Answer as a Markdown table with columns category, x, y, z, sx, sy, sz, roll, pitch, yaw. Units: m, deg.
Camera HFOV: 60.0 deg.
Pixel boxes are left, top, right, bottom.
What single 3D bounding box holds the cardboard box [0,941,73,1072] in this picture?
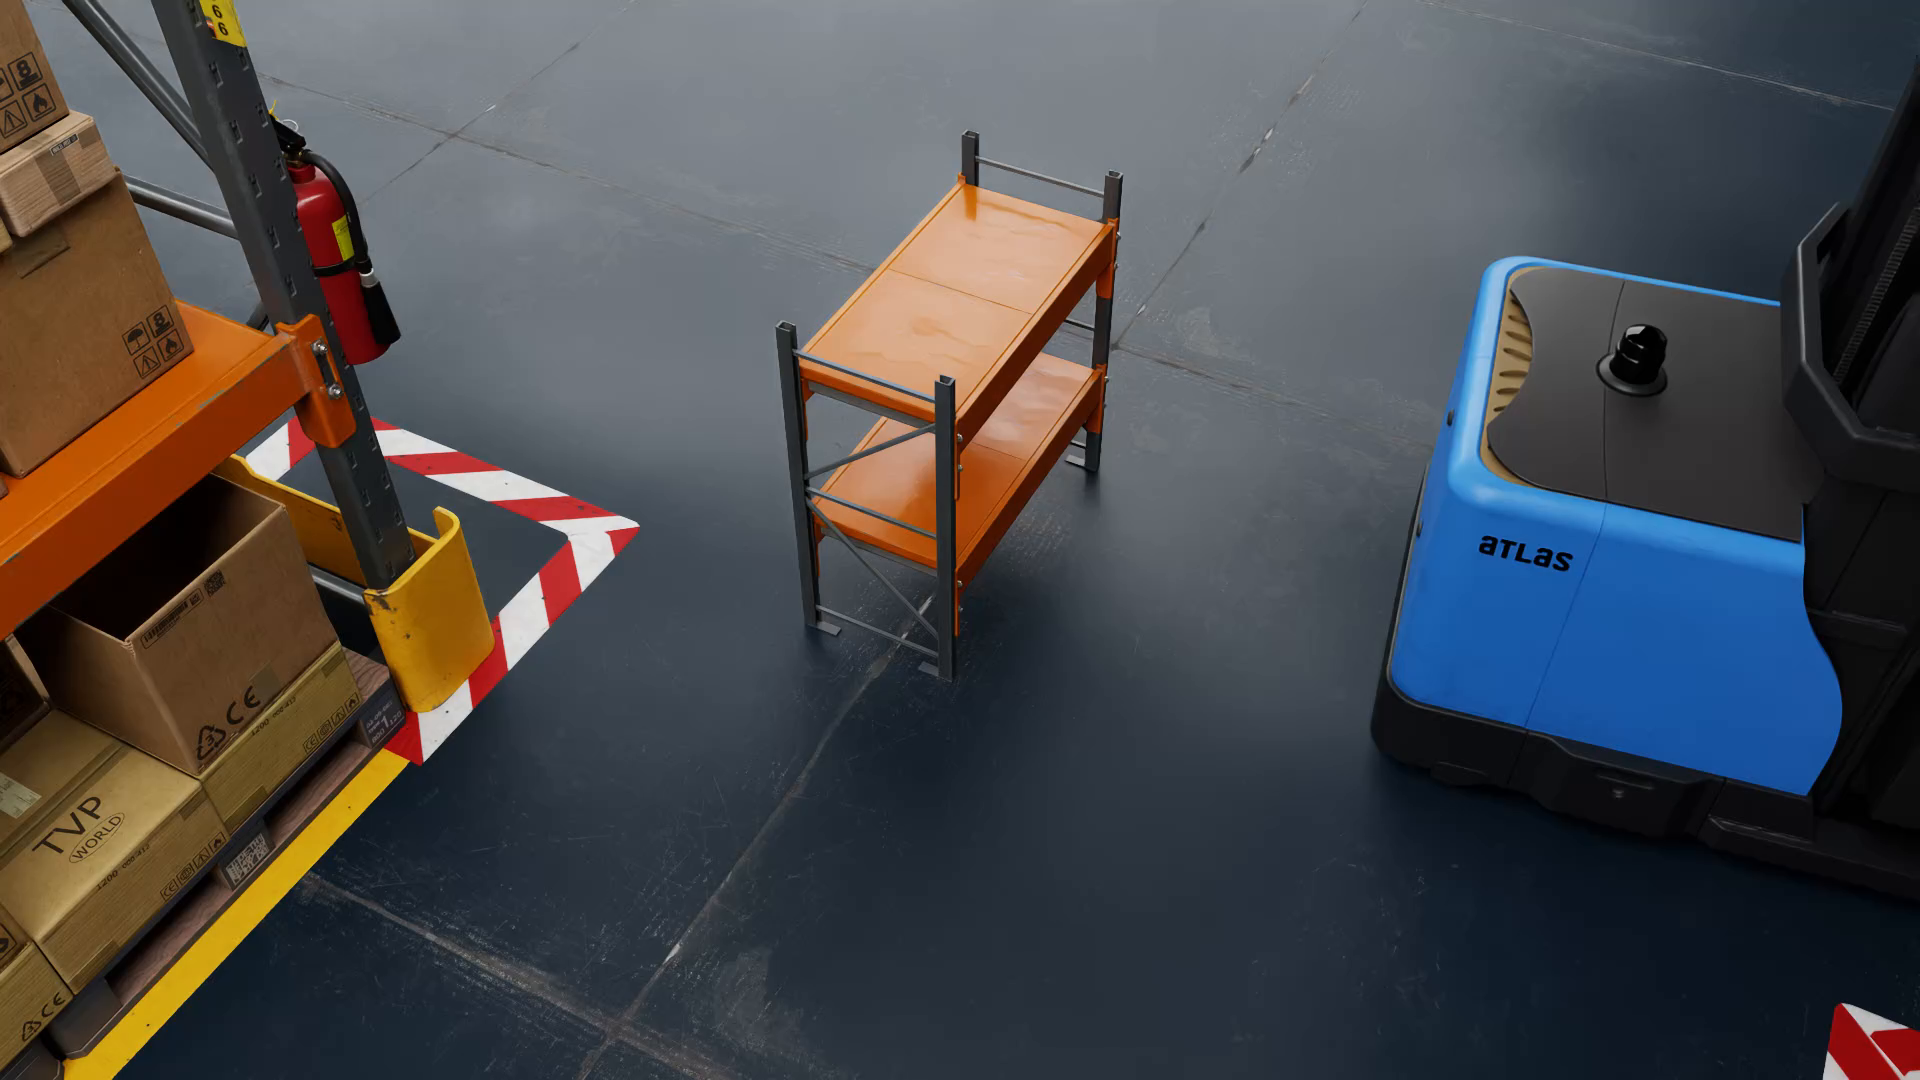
| category | x | y | z | sx | sy | sz | roll | pitch | yaw |
| --- | --- | --- | --- | --- | --- | --- | --- | --- | --- |
| cardboard box | -2.406 | 1.060 | 3.731 | 0.500 | 0.250 | 0.500 | 20 | 49 | 19 |

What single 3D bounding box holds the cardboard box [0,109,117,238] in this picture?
| category | x | y | z | sx | sy | sz | roll | pitch | yaw |
| --- | --- | --- | --- | --- | --- | --- | --- | --- | --- |
| cardboard box | -1.976 | -0.788 | 3.394 | 0.380 | 0.149 | 0.250 | 20 | 49 | 18 |

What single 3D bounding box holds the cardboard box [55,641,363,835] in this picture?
| category | x | y | z | sx | sy | sz | roll | pitch | yaw |
| --- | --- | --- | --- | --- | --- | --- | --- | --- | --- |
| cardboard box | -1.954 | 0.426 | 4.358 | 0.500 | 0.250 | 0.500 | 20 | 49 | 19 |

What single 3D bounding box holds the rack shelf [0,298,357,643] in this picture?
| category | x | y | z | sx | sy | sz | roll | pitch | yaw |
| --- | --- | --- | --- | --- | --- | --- | --- | --- | --- |
| rack shelf | -2.895 | 0.684 | 2.971 | 1.077 | 0.370 | 4.000 | 20 | 49 | 19 |

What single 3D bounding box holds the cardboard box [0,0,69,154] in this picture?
| category | x | y | z | sx | sy | sz | roll | pitch | yaw |
| --- | --- | --- | --- | --- | --- | --- | --- | --- | --- |
| cardboard box | -2.220 | -0.997 | 3.144 | 0.700 | 0.500 | 0.500 | 21 | 49 | 19 |

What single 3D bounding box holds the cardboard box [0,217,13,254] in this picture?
| category | x | y | z | sx | sy | sz | roll | pitch | yaw |
| --- | --- | --- | --- | --- | --- | --- | --- | --- | --- |
| cardboard box | -2.096 | -0.623 | 3.230 | 0.380 | 0.149 | 0.250 | 22 | 49 | 20 |

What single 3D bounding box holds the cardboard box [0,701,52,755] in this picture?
| category | x | y | z | sx | sy | sz | roll | pitch | yaw |
| --- | --- | --- | --- | --- | --- | --- | --- | --- | --- |
| cardboard box | -2.642 | 0.571 | 4.215 | 0.500 | 0.250 | 0.500 | 20 | 49 | 19 |

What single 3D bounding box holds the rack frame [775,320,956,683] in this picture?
| category | x | y | z | sx | sy | sz | roll | pitch | yaw |
| --- | --- | --- | --- | --- | --- | --- | --- | --- | --- |
| rack frame | -0.239 | -0.071 | 4.529 | 0.500 | 1.125 | 0.032 | 20 | 49 | 19 |

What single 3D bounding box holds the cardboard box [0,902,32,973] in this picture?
| category | x | y | z | sx | sy | sz | roll | pitch | yaw |
| --- | --- | --- | --- | --- | --- | --- | --- | --- | --- |
| cardboard box | -2.404 | 0.798 | 3.463 | 0.500 | 0.500 | 0.500 | 20 | 49 | 19 |

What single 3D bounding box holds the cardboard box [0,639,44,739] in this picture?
| category | x | y | z | sx | sy | sz | roll | pitch | yaw |
| --- | --- | --- | --- | --- | --- | --- | --- | --- | --- |
| cardboard box | -2.643 | 0.307 | 3.949 | 0.500 | 0.500 | 0.500 | 20 | 49 | 19 |

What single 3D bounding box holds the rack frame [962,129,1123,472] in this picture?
| category | x | y | z | sx | sy | sz | roll | pitch | yaw |
| --- | --- | --- | --- | --- | --- | --- | --- | --- | --- |
| rack frame | 0.233 | -0.711 | 5.162 | 0.500 | 1.125 | 0.032 | 20 | 49 | 19 |

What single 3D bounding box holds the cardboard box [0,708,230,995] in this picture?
| category | x | y | z | sx | sy | sz | roll | pitch | yaw |
| --- | --- | --- | --- | --- | --- | --- | --- | --- | --- |
| cardboard box | -2.176 | 0.745 | 4.043 | 0.500 | 0.250 | 0.500 | 20 | 49 | 19 |

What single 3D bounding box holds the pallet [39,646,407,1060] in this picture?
| category | x | y | z | sx | sy | sz | roll | pitch | yaw |
| --- | --- | --- | --- | --- | --- | --- | --- | --- | --- |
| pallet | -2.285 | 0.647 | 4.462 | 1.003 | 0.211 | 1.213 | 20 | 49 | 19 |

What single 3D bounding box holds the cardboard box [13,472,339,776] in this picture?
| category | x | y | z | sx | sy | sz | roll | pitch | yaw |
| --- | --- | --- | --- | --- | --- | --- | --- | --- | --- |
| cardboard box | -1.952 | 0.163 | 4.091 | 0.500 | 0.500 | 0.500 | 20 | 49 | 19 |

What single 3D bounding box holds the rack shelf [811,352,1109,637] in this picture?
| category | x | y | z | sx | sy | sz | roll | pitch | yaw |
| --- | --- | --- | --- | --- | --- | --- | --- | --- | --- |
| rack shelf | -0.003 | -0.219 | 5.020 | 0.538 | 0.278 | 1.000 | 20 | 49 | 19 |

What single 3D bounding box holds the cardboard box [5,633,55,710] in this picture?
| category | x | y | z | sx | sy | sz | roll | pitch | yaw |
| --- | --- | --- | --- | --- | --- | --- | --- | --- | --- |
| cardboard box | -2.413 | 0.255 | 4.527 | 0.500 | 0.250 | 0.500 | 20 | 49 | 19 |

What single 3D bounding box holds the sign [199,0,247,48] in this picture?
| category | x | y | z | sx | sy | sz | roll | pitch | yaw |
| --- | --- | --- | --- | --- | --- | --- | --- | --- | --- |
| sign | -1.493 | -1.131 | 3.278 | 0.100 | 0.325 | 0.005 | 20 | 49 | 19 |

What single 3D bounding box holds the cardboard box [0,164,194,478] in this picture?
| category | x | y | z | sx | sy | sz | roll | pitch | yaw |
| --- | --- | --- | --- | --- | --- | --- | --- | --- | --- |
| cardboard box | -2.195 | -0.574 | 3.638 | 0.700 | 0.500 | 0.500 | 20 | 49 | 19 |

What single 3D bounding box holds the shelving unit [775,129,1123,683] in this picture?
| category | x | y | z | sx | sy | sz | roll | pitch | yaw |
| --- | --- | --- | --- | --- | --- | --- | --- | --- | --- |
| shelving unit | -0.003 | -0.391 | 4.846 | 0.538 | 1.125 | 1.048 | 20 | 49 | 19 |

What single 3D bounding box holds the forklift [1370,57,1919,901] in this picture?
| category | x | y | z | sx | sy | sz | roll | pitch | yaw |
| --- | --- | --- | --- | --- | --- | --- | --- | --- | --- |
| forklift | 2.716 | -0.411 | 3.595 | 3.031 | 2.935 | 1.130 | 13 | 47 | 13 |

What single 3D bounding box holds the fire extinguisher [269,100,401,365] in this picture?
| category | x | y | z | sx | sy | sz | roll | pitch | yaw |
| --- | --- | --- | --- | --- | --- | --- | --- | --- | --- |
| fire extinguisher | -1.501 | -0.723 | 3.910 | 0.296 | 0.674 | 0.183 | 20 | 49 | 19 |

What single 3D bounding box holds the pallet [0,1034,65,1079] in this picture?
| category | x | y | z | sx | sy | sz | roll | pitch | yaw |
| --- | --- | --- | --- | --- | --- | --- | --- | --- | --- |
| pallet | -2.852 | 1.413 | 3.705 | 1.003 | 0.211 | 1.213 | 20 | 49 | 19 |

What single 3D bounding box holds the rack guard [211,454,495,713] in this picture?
| category | x | y | z | sx | sy | sz | roll | pitch | yaw |
| --- | --- | --- | --- | --- | --- | --- | --- | --- | --- |
| rack guard | -1.956 | 0.035 | 4.864 | 1.175 | 0.500 | 0.348 | 20 | 49 | 19 |

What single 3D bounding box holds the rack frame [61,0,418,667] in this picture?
| category | x | y | z | sx | sy | sz | roll | pitch | yaw |
| --- | --- | --- | --- | --- | --- | --- | --- | --- | --- |
| rack frame | -1.967 | -0.829 | 3.960 | 1.000 | 3.000 | 0.127 | 20 | 49 | 19 |

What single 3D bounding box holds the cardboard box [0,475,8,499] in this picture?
| category | x | y | z | sx | sy | sz | roll | pitch | yaw |
| --- | --- | --- | --- | --- | --- | --- | --- | --- | --- |
| cardboard box | -2.435 | -0.241 | 3.309 | 0.700 | 0.500 | 0.500 | 22 | 49 | 20 |

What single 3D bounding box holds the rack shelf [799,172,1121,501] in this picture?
| category | x | y | z | sx | sy | sz | roll | pitch | yaw |
| --- | --- | --- | --- | --- | --- | --- | --- | --- | --- |
| rack shelf | -0.003 | -0.597 | 4.638 | 0.538 | 0.278 | 1.000 | 20 | 49 | 19 |
